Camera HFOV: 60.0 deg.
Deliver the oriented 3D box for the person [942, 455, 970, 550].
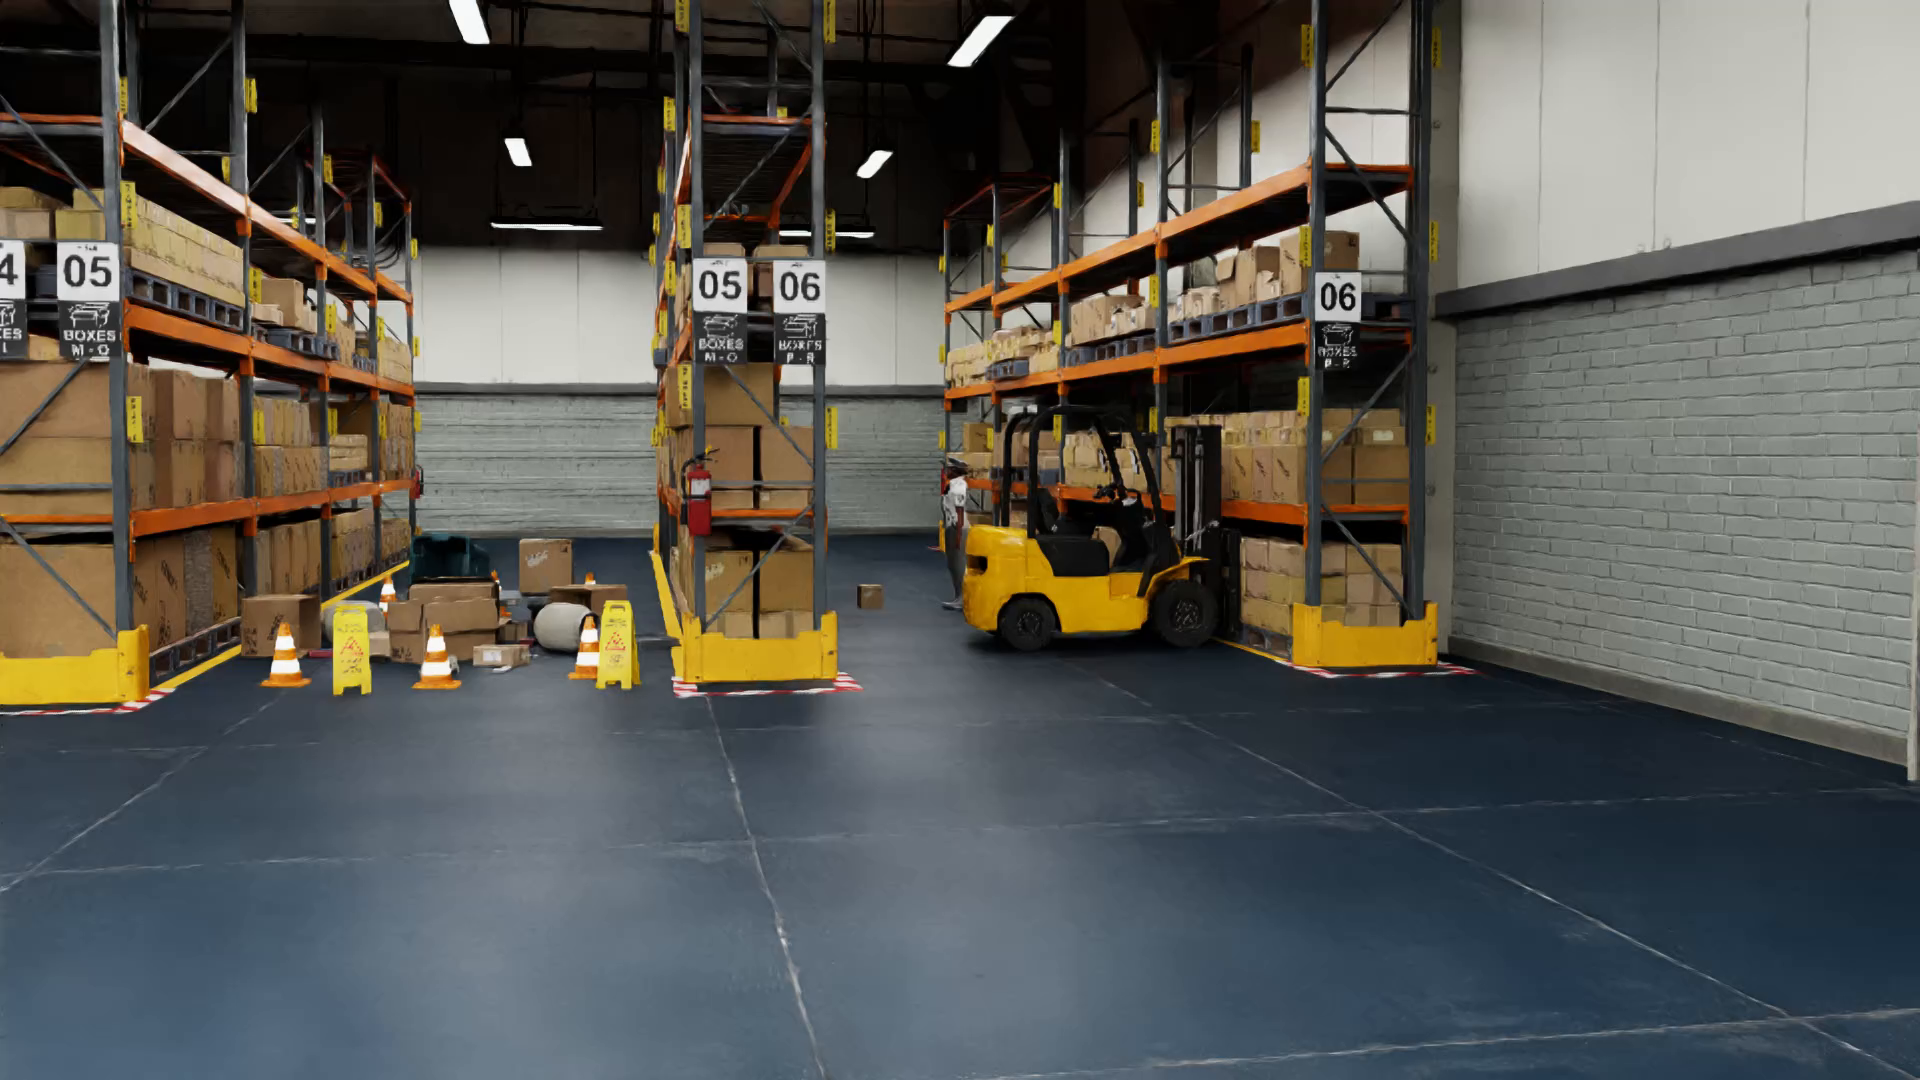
[{"bbox_3d":[-0.044,-0.418,18.260,0.319,1.024,0.563,0,3,-7],"label":"person"}]
